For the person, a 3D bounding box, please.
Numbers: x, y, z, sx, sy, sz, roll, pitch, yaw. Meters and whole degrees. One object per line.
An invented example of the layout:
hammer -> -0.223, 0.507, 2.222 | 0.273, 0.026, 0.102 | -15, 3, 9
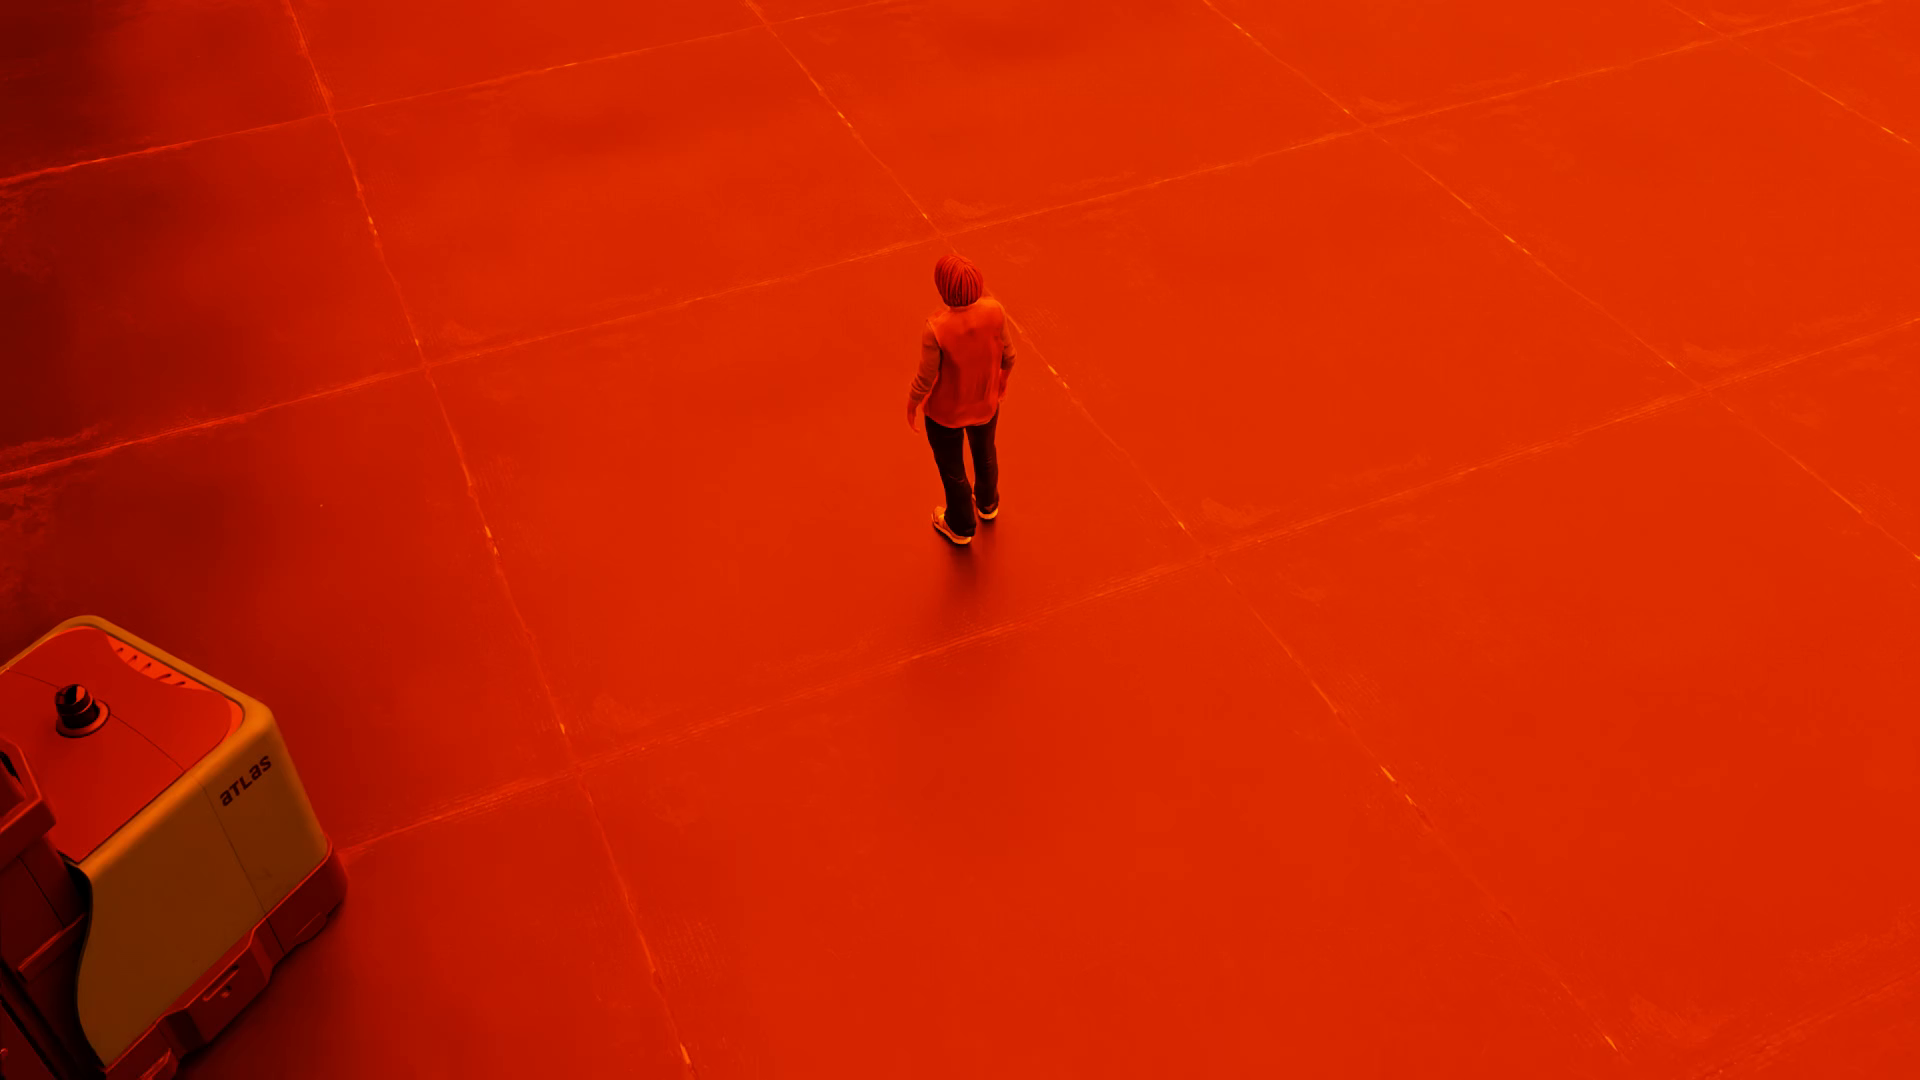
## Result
person -> -0.018, -0.639, 7.332 | 0.520, 1.597, 0.476 | -18, 46, -18

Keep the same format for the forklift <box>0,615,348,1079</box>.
forklift -> -3.496, 0.994, 4.615 | 1.130, 2.935, 3.031 | 22, 47, 22
